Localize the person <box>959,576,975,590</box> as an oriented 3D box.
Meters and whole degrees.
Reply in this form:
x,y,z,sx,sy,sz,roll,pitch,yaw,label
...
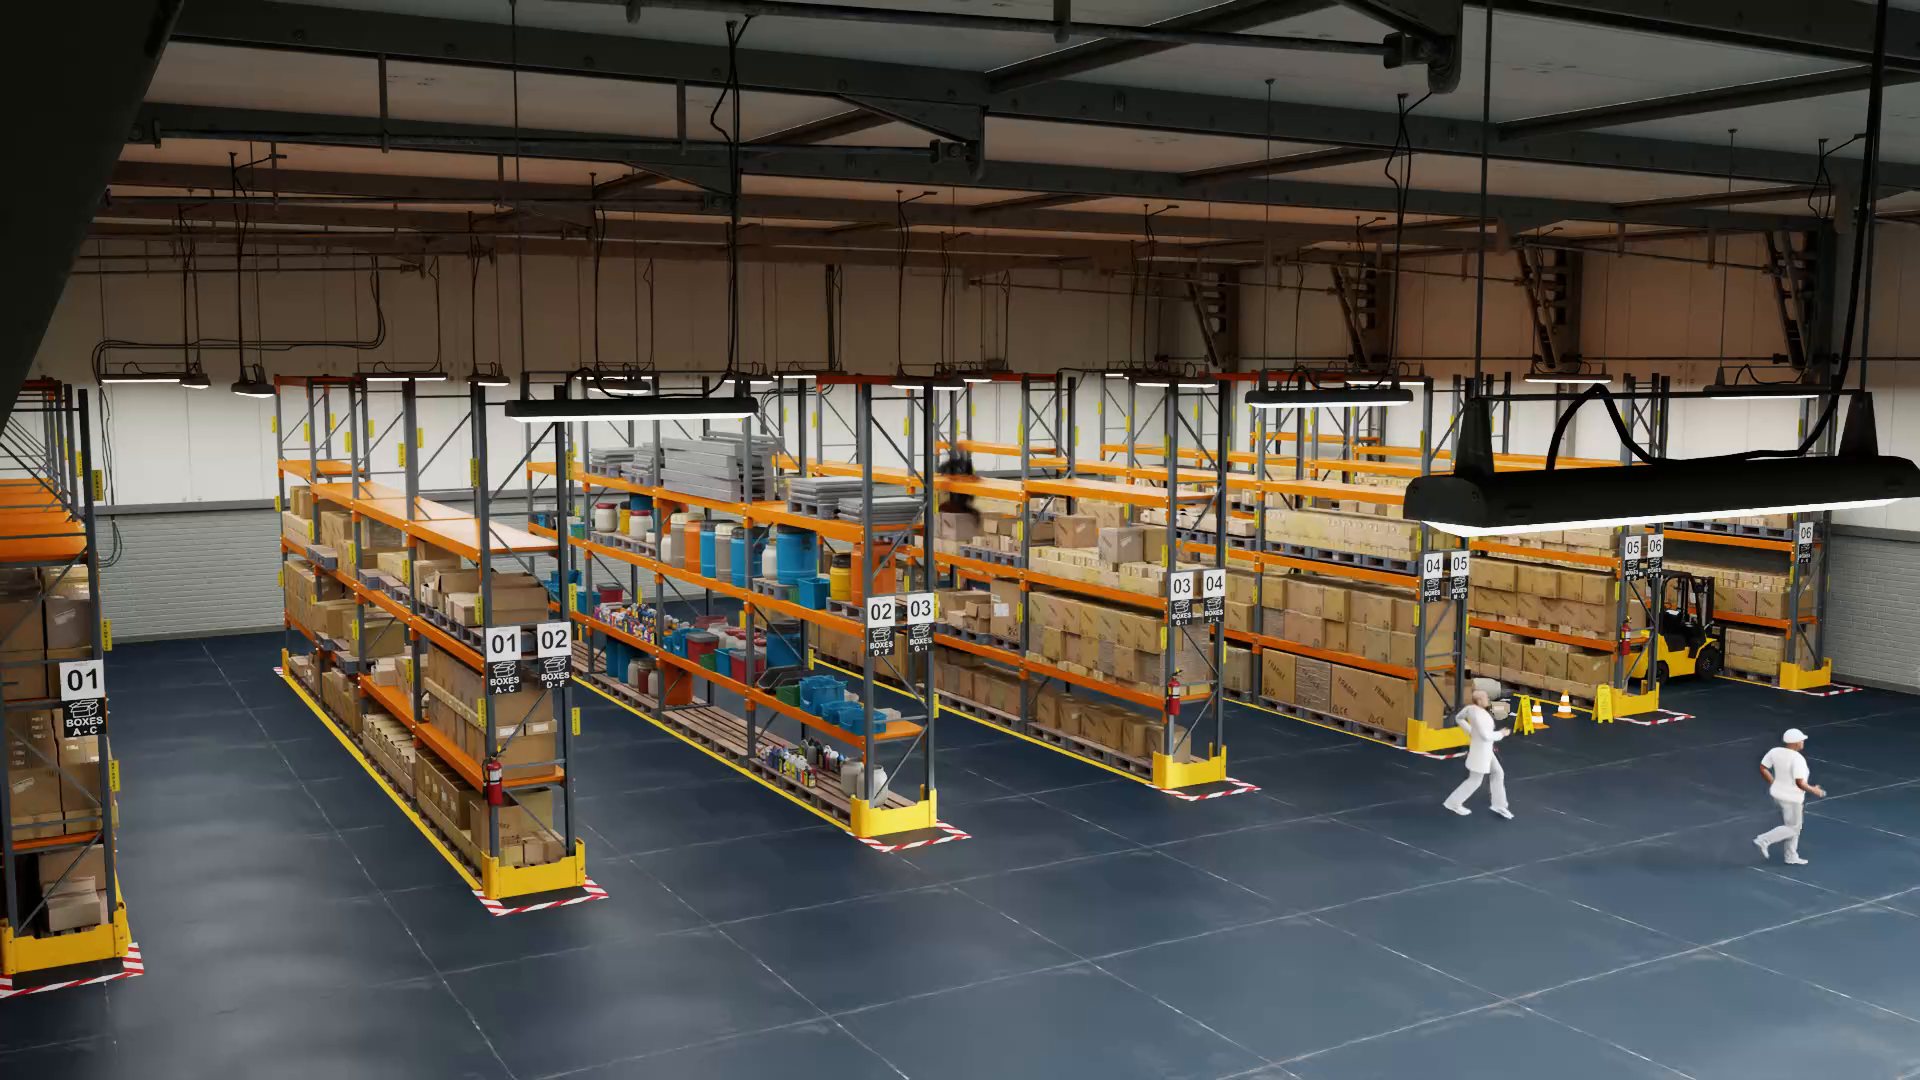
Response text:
x,y,z,sx,sy,sz,roll,pitch,yaw,label
0.126,0.866,42.626,0.715,1.639,0.586,-4,7,-33,person

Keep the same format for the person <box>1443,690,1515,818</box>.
x,y,z,sx,sy,sz,roll,pitch,yaw,label
7.178,2.957,22.913,0.974,1.811,0.729,1,6,12,person

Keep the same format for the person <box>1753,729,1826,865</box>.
x,y,z,sx,sy,sz,roll,pitch,yaw,label
10.243,3.212,20.724,0.815,1.739,0.689,-1,6,-8,person
